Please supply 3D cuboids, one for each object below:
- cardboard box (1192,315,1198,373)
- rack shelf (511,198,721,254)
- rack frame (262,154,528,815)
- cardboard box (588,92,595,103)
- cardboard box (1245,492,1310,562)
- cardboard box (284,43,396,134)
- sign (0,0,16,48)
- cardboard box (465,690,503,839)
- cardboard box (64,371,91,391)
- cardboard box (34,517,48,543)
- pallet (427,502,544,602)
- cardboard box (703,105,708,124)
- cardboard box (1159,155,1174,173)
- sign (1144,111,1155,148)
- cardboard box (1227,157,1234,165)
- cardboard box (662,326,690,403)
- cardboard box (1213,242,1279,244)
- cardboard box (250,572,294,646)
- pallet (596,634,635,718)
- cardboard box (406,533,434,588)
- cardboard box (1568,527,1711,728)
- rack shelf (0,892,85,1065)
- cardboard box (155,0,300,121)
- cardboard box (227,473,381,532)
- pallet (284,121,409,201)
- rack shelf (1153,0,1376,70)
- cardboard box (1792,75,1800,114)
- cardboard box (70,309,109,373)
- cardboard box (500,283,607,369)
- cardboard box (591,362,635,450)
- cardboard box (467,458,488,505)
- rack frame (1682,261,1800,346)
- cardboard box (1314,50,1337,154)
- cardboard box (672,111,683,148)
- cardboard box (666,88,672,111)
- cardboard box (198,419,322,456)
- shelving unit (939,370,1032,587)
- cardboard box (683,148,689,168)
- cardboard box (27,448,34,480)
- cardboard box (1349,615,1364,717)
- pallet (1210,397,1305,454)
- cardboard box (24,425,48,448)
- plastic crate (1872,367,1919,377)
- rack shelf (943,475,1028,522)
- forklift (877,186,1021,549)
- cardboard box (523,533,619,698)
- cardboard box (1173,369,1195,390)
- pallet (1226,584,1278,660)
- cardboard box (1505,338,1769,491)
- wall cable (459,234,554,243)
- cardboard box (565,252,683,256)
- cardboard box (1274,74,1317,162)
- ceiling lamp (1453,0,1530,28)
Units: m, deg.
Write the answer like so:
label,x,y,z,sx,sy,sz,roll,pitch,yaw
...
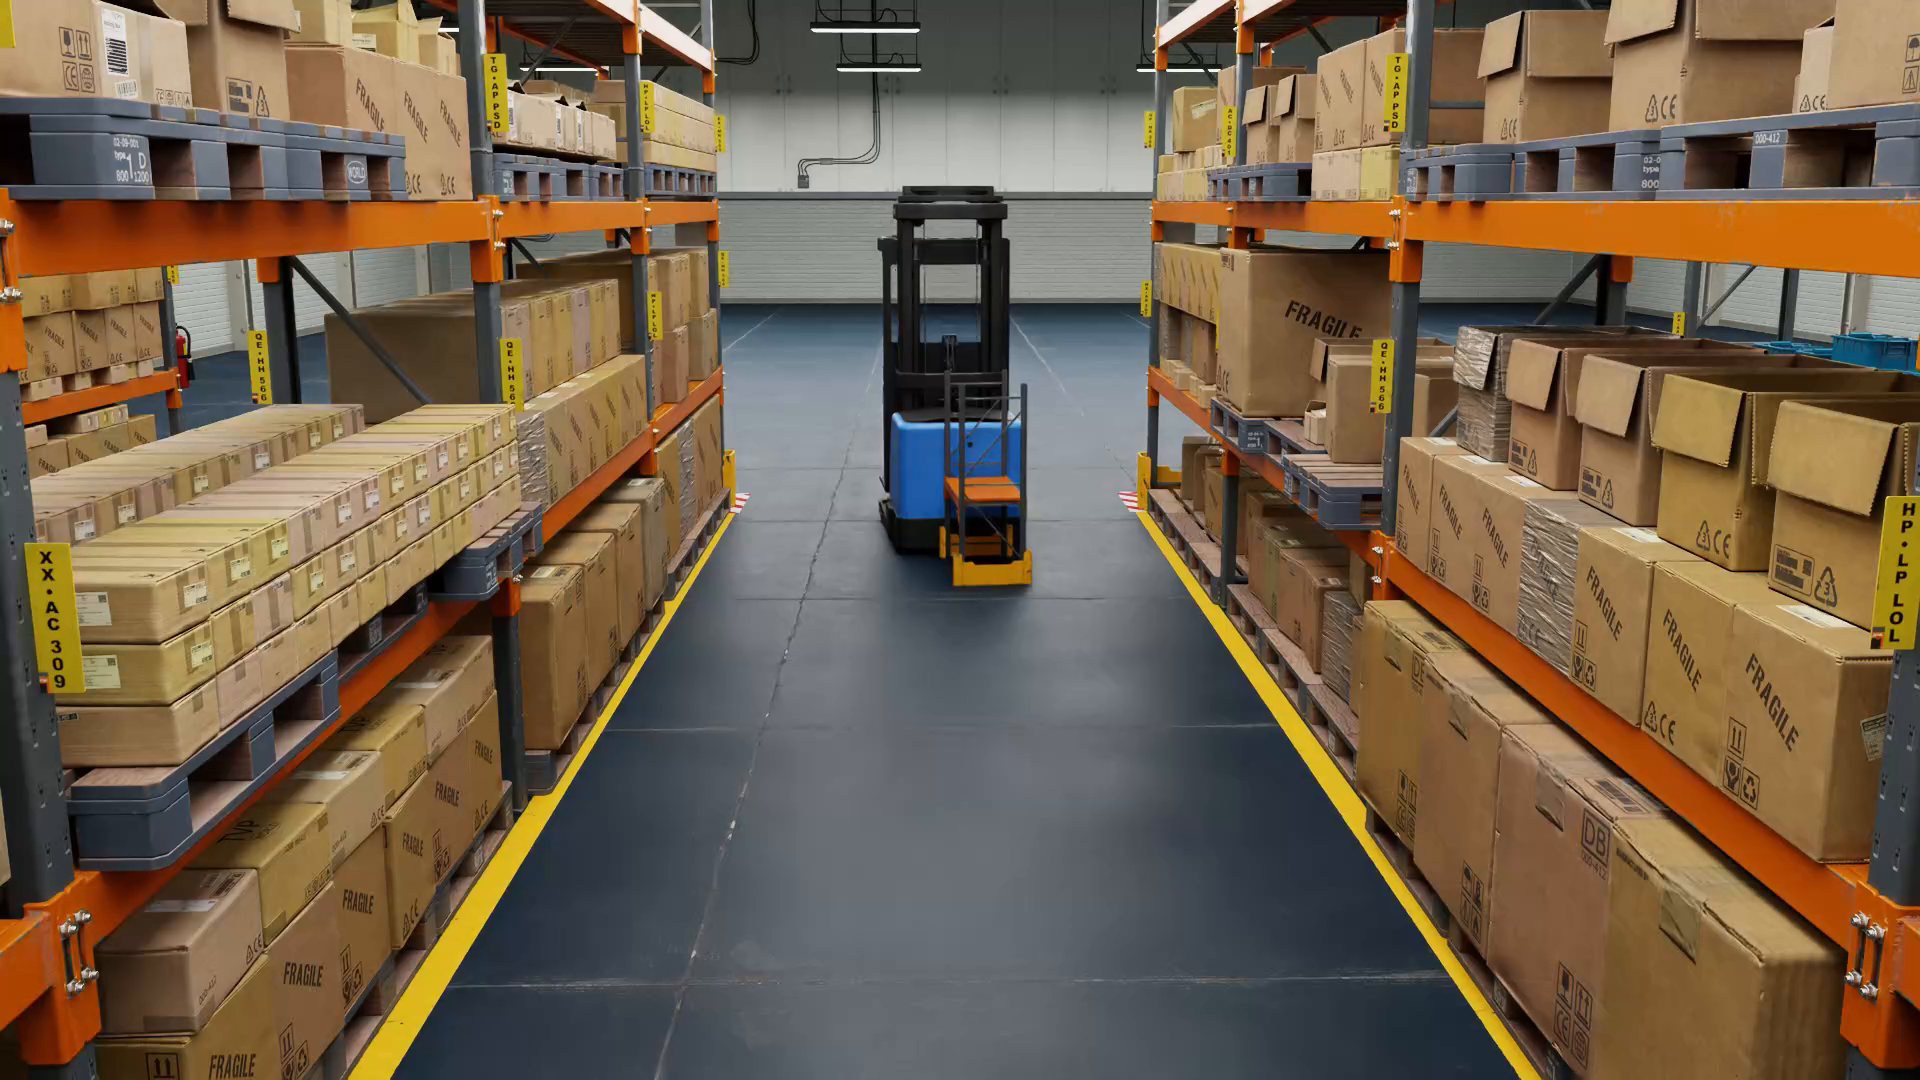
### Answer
label,x,y,z,sx,sy,sz,roll,pitch,yaw
cardboard box,2.333,-1.579,13.297,0.875,0.500,0.500,0,11,-1
rack shelf,-2.667,-2.511,13.156,1.077,0.370,4.000,0,11,-1
rack frame,-2.543,-0.201,7.504,1.000,3.000,0.127,0,11,-1
cardboard box,-2.977,-3.311,12.608,0.380,0.149,0.250,0,11,-2
cardboard box,2.367,-0.057,12.024,0.500,0.500,0.500,-1,11,-3
cardboard box,-2.247,-1.409,5.662,0.500,0.500,0.500,0,11,-1
sign,-1.918,-1.133,3.254,0.100,0.325,0.005,0,11,-1
cardboard box,-2.268,0.948,7.071,0.500,0.500,0.500,0,11,-1
cardboard box,-7.337,-1.300,13.555,0.380,0.149,0.250,0,11,-2
cardboard box,-2.673,0.036,4.415,0.380,0.149,0.250,-1,11,-3
pallet,-2.421,0.035,6.827,1.213,0.211,1.003,0,11,-1
cardboard box,-2.353,-3.617,14.120,0.380,0.149,0.250,0,11,0
cardboard box,1.936,-3.276,14.491,0.380,0.149,0.250,0,11,0
sign,1.711,-3.687,14.948,0.100,0.325,0.005,0,11,-1
cardboard box,2.040,-2.652,11.415,0.380,0.149,0.250,0,11,1
cardboard box,-2.572,-1.360,12.840,0.875,0.550,0.550,0,11,-1
cardboard box,2.511,-2.368,14.671,0.500,0.500,0.500,0,11,-1
cardboard box,-2.021,0.183,4.441,0.380,0.149,0.250,0,11,0
pallet,-2.506,0.767,9.748,1.003,0.211,1.213,0,11,-1
cardboard box,-2.052,0.068,5.756,0.380,0.149,0.250,0,11,1
cardboard box,2.197,0.251,5.026,0.500,0.500,0.500,0,11,-2
rack shelf,-2.419,1.345,1.697,1.077,0.370,4.000,0,11,-1
cardboard box,-2.361,-1.440,4.751,0.797,0.503,0.637,0,11,-2
cardboard box,-2.036,-0.117,5.171,0.380,0.149,0.250,0,11,1
pallet,-2.391,-1.113,4.929,1.213,0.211,1.003,0,11,-1
rack shelf,2.294,-3.980,12.860,1.077,0.370,4.000,0,11,-1
cardboard box,2.620,-1.255,4.733,0.380,0.149,0.250,-1,11,-3
cardboard box,-7.356,-1.640,13.597,0.500,0.500,0.500,0,11,-1
cardboard box,-2.597,-1.334,10.324,0.700,0.500,0.500,0,11,-2
cardboard box,-2.337,-0.842,10.413,0.500,0.500,0.500,0,11,-2
cardboard box,-2.062,-0.228,6.464,0.380,0.149,0.250,0,11,0
rack frame,7.205,-1.812,15.445,1.000,3.000,0.127,0,11,-1
cardboard box,2.142,-2.259,8.598,0.500,0.500,0.500,0,11,0
cardboard box,-2.378,-3.092,12.532,0.500,0.250,0.500,0,11,-2
cardboard box,-2.310,-3.214,12.130,0.380,0.149,0.250,0,11,-2
cardboard box,-2.718,-0.380,6.468,0.380,0.149,0.250,0,11,-1
shelving unit,0.185,-0.501,12.756,0.587,1.500,1.083,-1,12,-6
cardboard box,-2.324,-2.974,12.952,0.380,0.149,0.250,0,11,0
cardboard box,-7.337,-0.406,12.489,0.500,0.500,0.500,0,11,1
cardboard box,2.385,0.675,8.366,0.700,0.500,0.500,-1,11,-4
pallet,2.206,-0.750,10.692,1.003,0.211,1.213,0,11,-1
cardboard box,-7.278,-0.798,12.791,0.380,0.149,0.250,0,11,2
plastic crate,6.993,-1.162,12.619,0.499,0.251,0.616,0,11,-1
rack shelf,0.184,-0.326,12.800,0.538,0.185,1.000,-1,12,-6
forklift,-0.147,-1.607,14.611,1.130,2.935,3.031,-1,12,-6
cardboard box,-2.487,0.401,9.141,1.050,0.750,0.750,0,11,0
cardboard box,1.955,-1.312,13.613,0.380,0.149,0.250,0,11,-1
pallet,2.353,0.525,10.939,1.003,0.211,1.213,0,11,-1
cardboard box,2.428,-0.467,6.041,0.797,0.503,0.637,0,11,0
wall cable,-12.863,-9.560,46.359,3.097,2.526,0.112,0,11,-1
cardboard box,-2.760,-2.099,13.768,0.875,0.550,0.550,0,11,-1
cardboard box,2.267,-2.441,9.689,0.797,0.503,0.637,0,11,1
ceiling lamp,12.490,-12.693,39.308,2.000,3.185,0.800,0,11,-1
